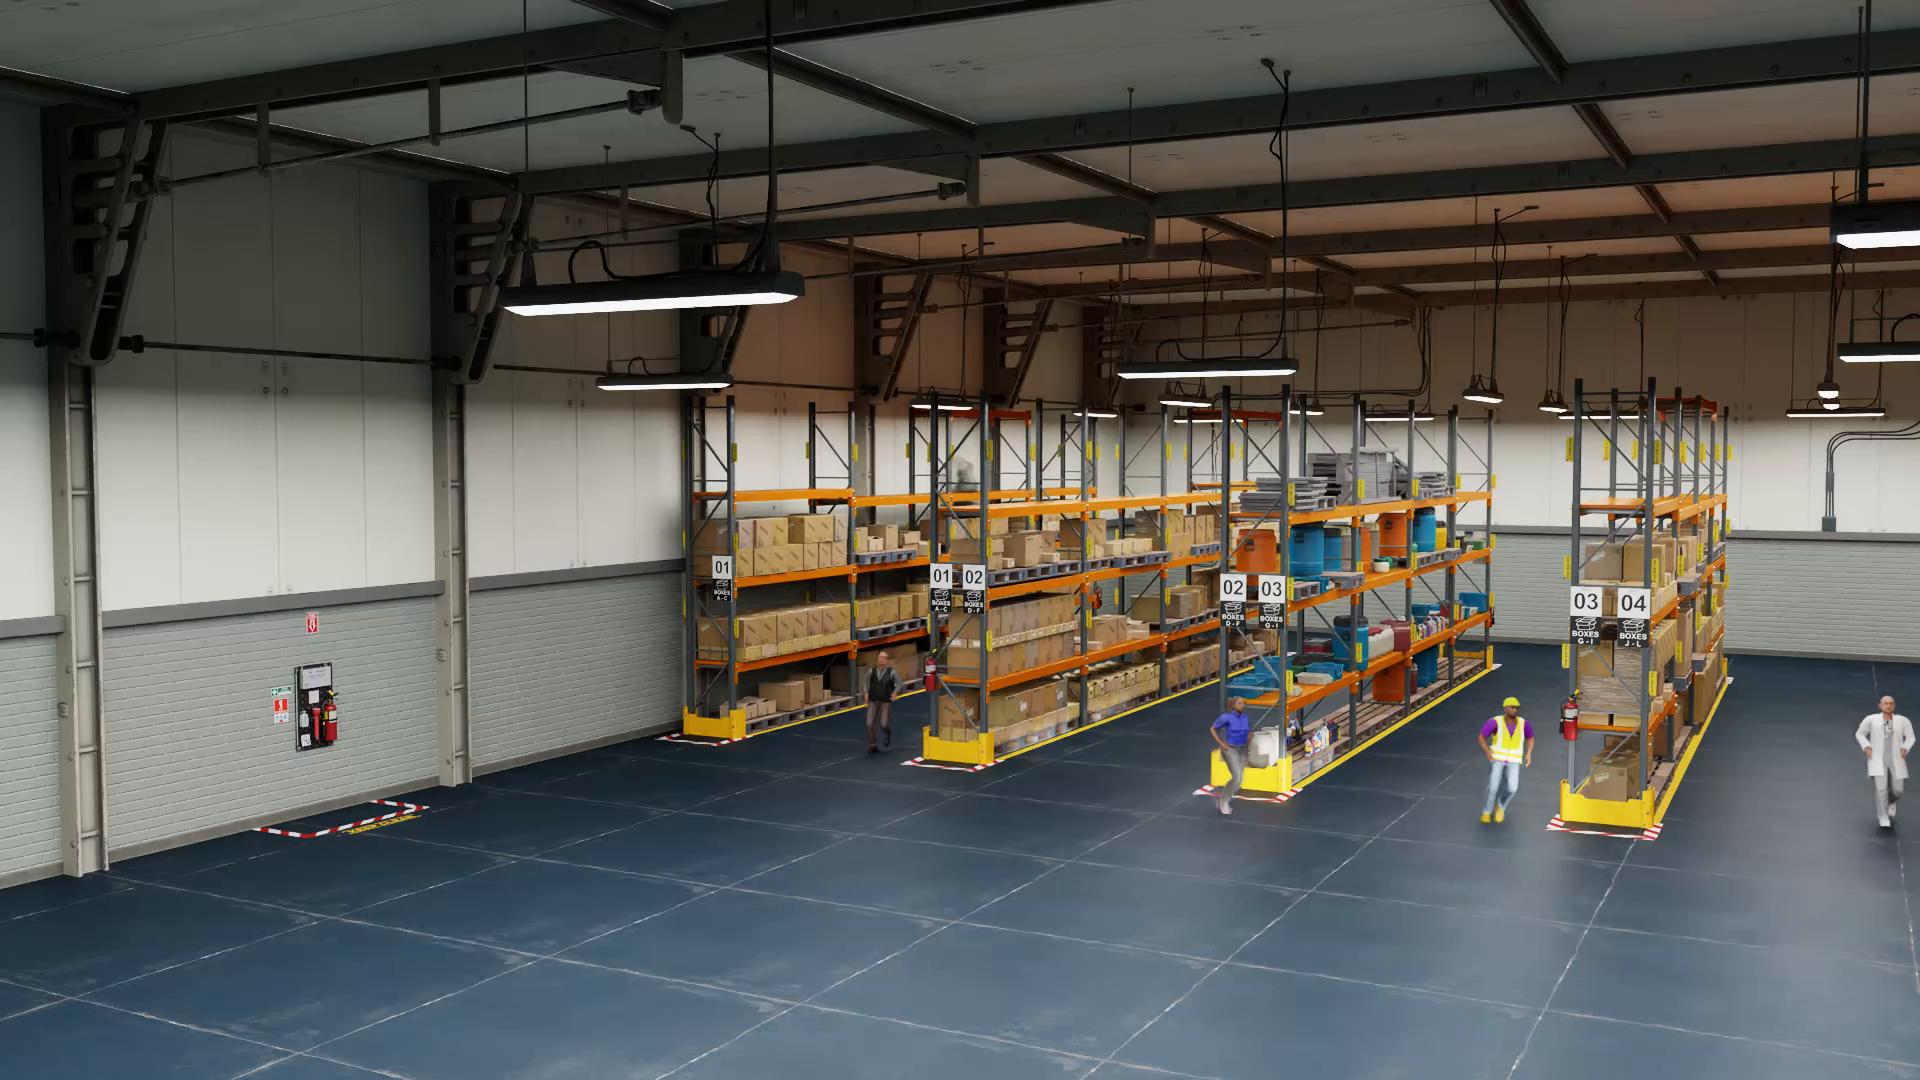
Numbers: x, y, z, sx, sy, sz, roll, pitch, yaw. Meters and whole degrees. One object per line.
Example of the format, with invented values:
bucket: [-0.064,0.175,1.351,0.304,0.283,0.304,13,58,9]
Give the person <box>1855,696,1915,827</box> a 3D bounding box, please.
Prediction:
person: [12.439,2.957,22.357,0.711,1.727,0.716,1,3,22]

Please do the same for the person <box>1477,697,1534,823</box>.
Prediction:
person: [7.347,2.962,22.343,0.764,1.702,0.578,0,3,9]

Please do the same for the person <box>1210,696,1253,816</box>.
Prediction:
person: [3.817,2.979,23.017,0.610,1.646,0.583,-2,3,-31]

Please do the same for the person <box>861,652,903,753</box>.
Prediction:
person: [-1.332,2.714,27.784,0.704,1.666,0.529,1,3,15]
